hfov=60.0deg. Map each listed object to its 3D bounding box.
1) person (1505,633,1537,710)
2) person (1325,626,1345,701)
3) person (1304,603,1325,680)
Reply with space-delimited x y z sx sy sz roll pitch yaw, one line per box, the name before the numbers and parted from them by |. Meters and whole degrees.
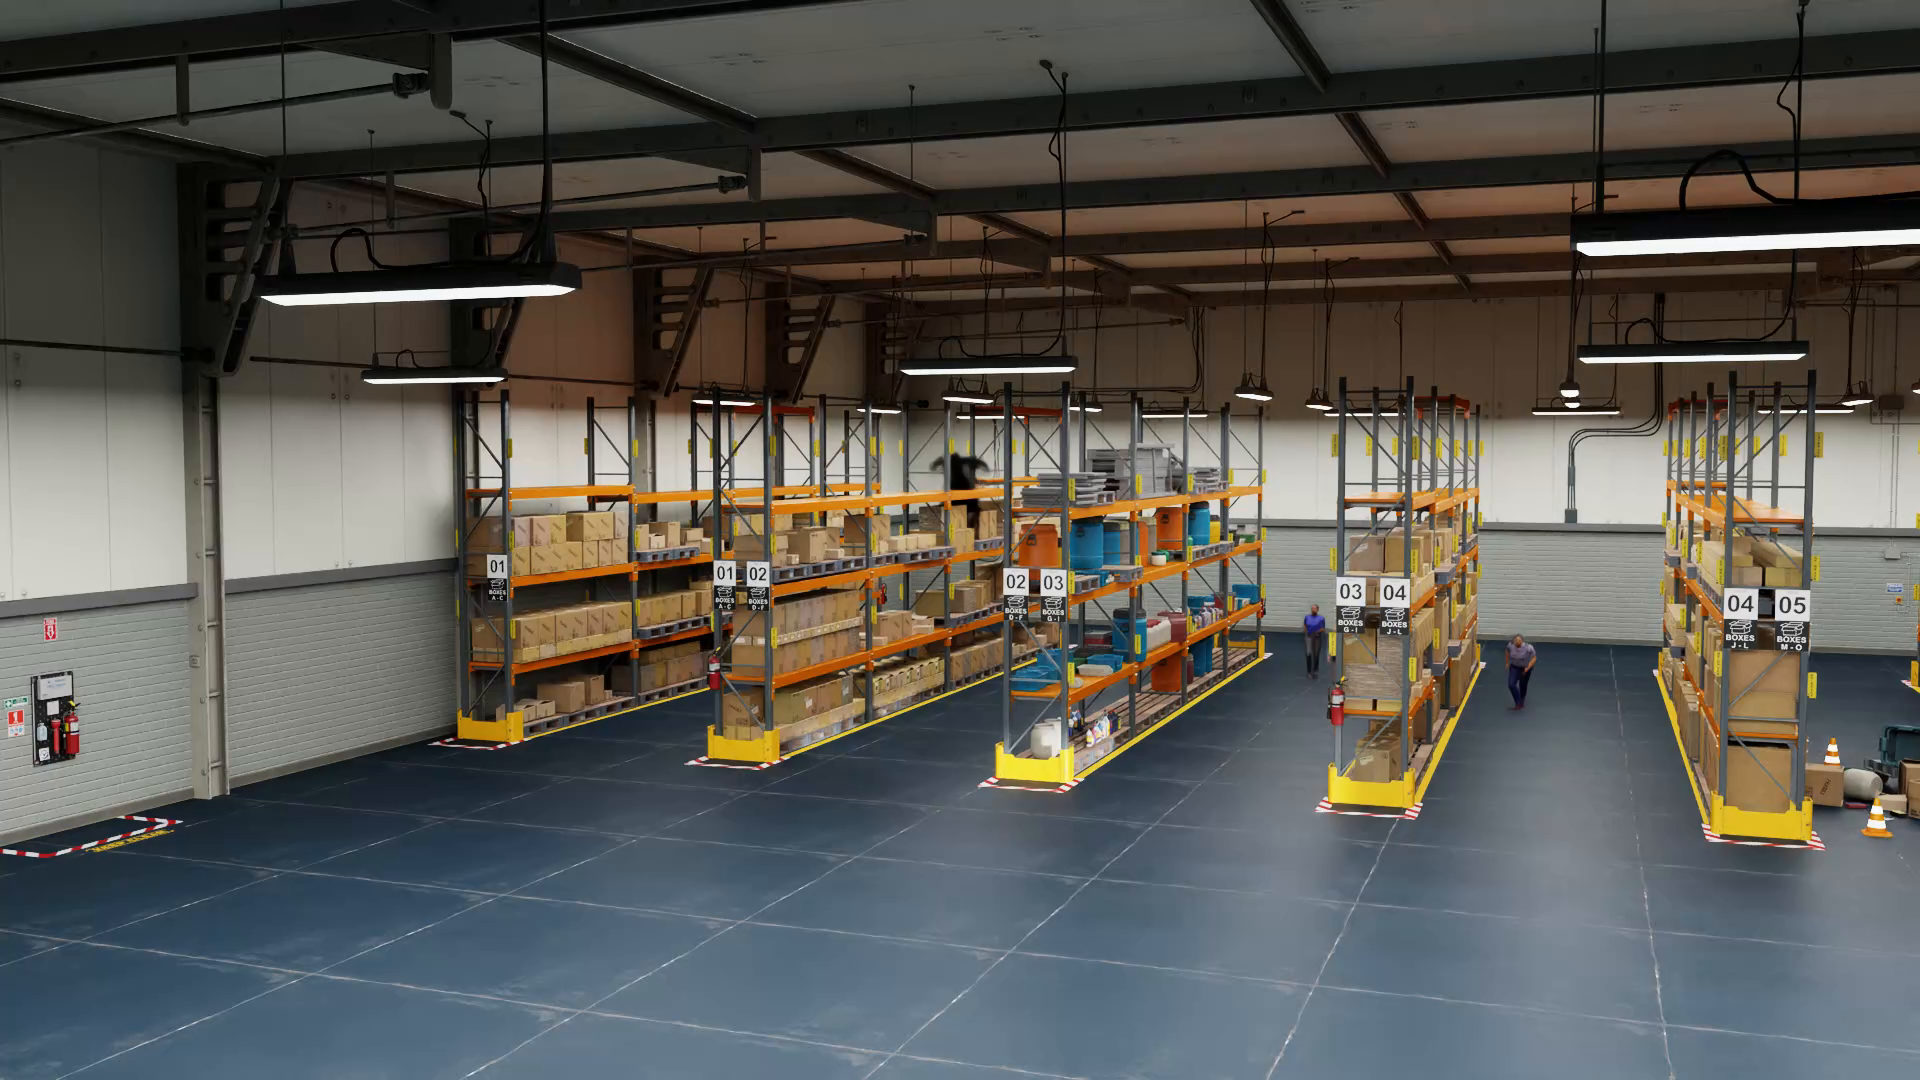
person | 10.844 2.515 32.080 0.603 1.515 1.011 2 4 28
person | 7.534 2.429 32.669 0.679 1.552 0.850 2 4 30
person | 7.702 2.207 36.151 0.463 1.670 0.791 1 3 11
